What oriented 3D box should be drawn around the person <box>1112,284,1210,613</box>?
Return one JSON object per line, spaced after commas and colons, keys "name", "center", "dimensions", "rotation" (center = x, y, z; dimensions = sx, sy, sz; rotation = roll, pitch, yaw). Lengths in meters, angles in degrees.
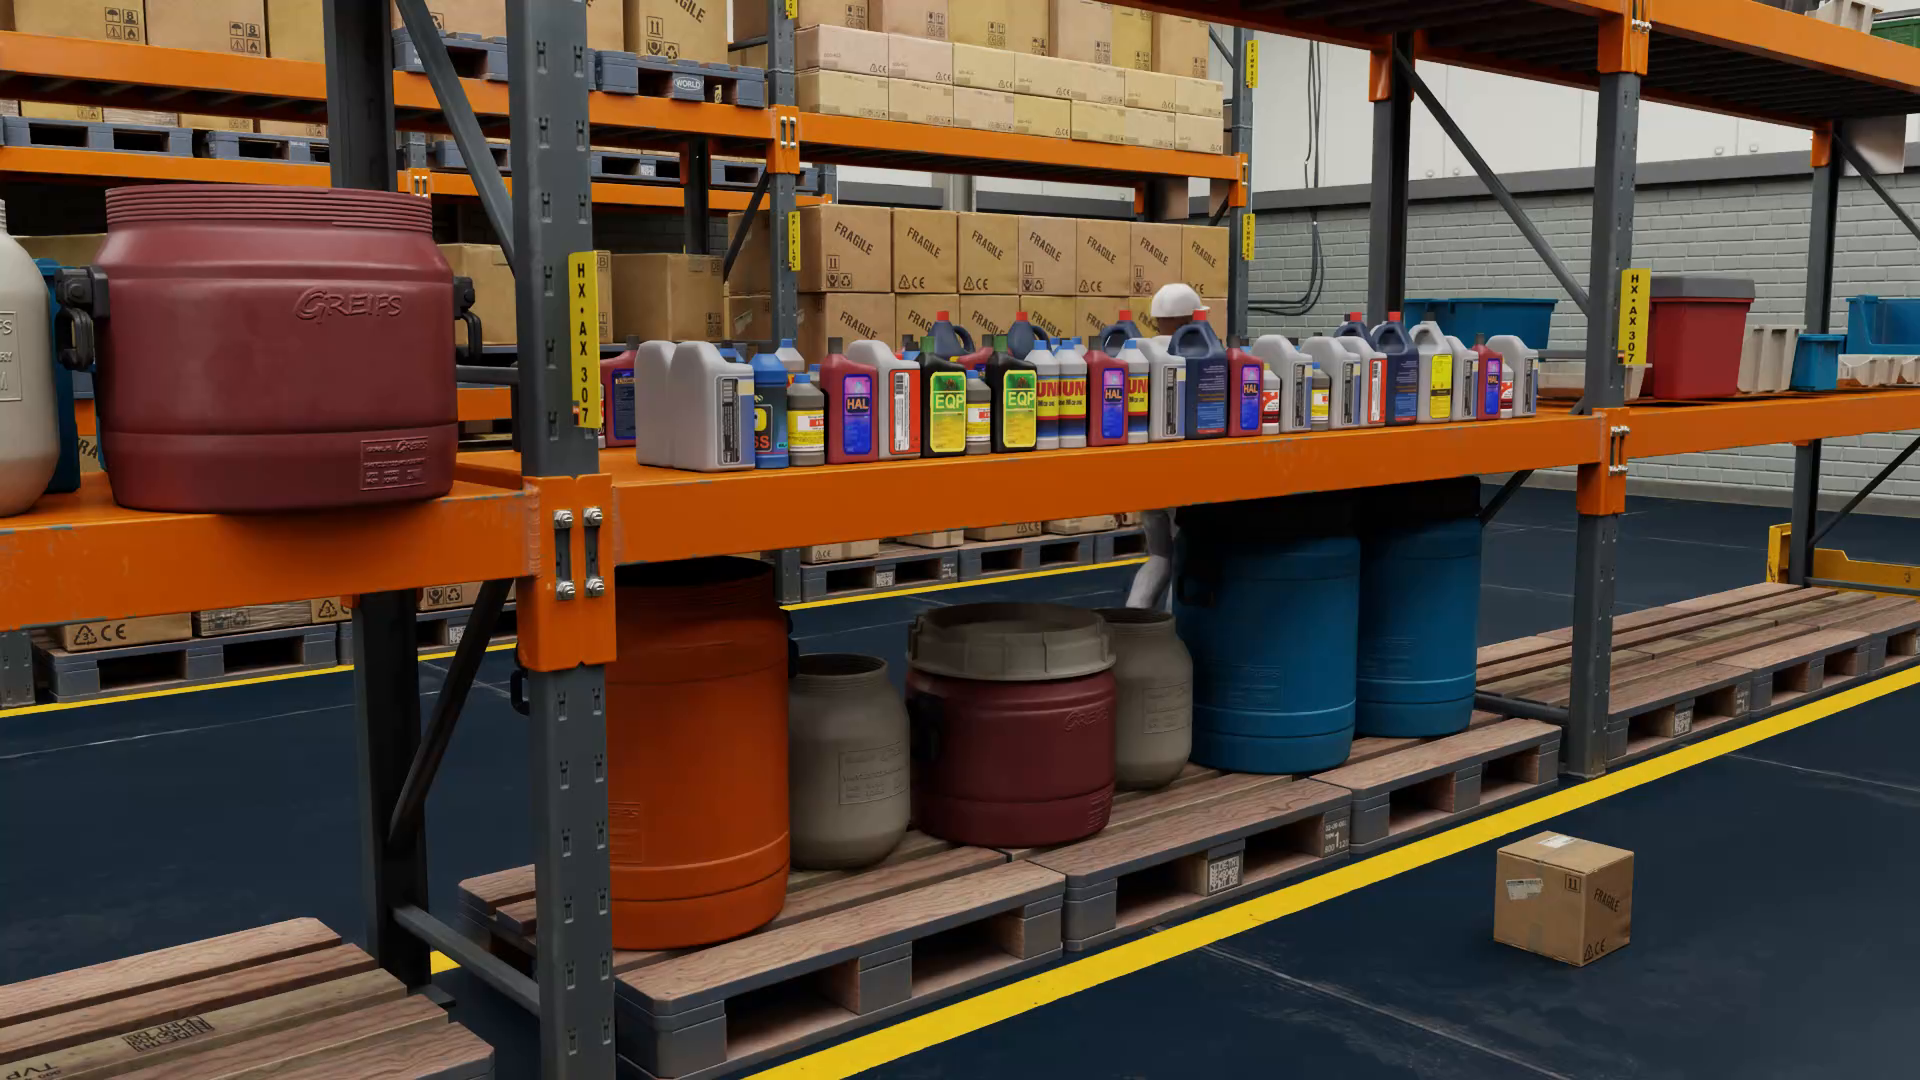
{"name": "person", "center": [0.927, -0.241, 7.322], "dimensions": [0.598, 1.757, 0.499], "rotation": [7, 10, 42]}
